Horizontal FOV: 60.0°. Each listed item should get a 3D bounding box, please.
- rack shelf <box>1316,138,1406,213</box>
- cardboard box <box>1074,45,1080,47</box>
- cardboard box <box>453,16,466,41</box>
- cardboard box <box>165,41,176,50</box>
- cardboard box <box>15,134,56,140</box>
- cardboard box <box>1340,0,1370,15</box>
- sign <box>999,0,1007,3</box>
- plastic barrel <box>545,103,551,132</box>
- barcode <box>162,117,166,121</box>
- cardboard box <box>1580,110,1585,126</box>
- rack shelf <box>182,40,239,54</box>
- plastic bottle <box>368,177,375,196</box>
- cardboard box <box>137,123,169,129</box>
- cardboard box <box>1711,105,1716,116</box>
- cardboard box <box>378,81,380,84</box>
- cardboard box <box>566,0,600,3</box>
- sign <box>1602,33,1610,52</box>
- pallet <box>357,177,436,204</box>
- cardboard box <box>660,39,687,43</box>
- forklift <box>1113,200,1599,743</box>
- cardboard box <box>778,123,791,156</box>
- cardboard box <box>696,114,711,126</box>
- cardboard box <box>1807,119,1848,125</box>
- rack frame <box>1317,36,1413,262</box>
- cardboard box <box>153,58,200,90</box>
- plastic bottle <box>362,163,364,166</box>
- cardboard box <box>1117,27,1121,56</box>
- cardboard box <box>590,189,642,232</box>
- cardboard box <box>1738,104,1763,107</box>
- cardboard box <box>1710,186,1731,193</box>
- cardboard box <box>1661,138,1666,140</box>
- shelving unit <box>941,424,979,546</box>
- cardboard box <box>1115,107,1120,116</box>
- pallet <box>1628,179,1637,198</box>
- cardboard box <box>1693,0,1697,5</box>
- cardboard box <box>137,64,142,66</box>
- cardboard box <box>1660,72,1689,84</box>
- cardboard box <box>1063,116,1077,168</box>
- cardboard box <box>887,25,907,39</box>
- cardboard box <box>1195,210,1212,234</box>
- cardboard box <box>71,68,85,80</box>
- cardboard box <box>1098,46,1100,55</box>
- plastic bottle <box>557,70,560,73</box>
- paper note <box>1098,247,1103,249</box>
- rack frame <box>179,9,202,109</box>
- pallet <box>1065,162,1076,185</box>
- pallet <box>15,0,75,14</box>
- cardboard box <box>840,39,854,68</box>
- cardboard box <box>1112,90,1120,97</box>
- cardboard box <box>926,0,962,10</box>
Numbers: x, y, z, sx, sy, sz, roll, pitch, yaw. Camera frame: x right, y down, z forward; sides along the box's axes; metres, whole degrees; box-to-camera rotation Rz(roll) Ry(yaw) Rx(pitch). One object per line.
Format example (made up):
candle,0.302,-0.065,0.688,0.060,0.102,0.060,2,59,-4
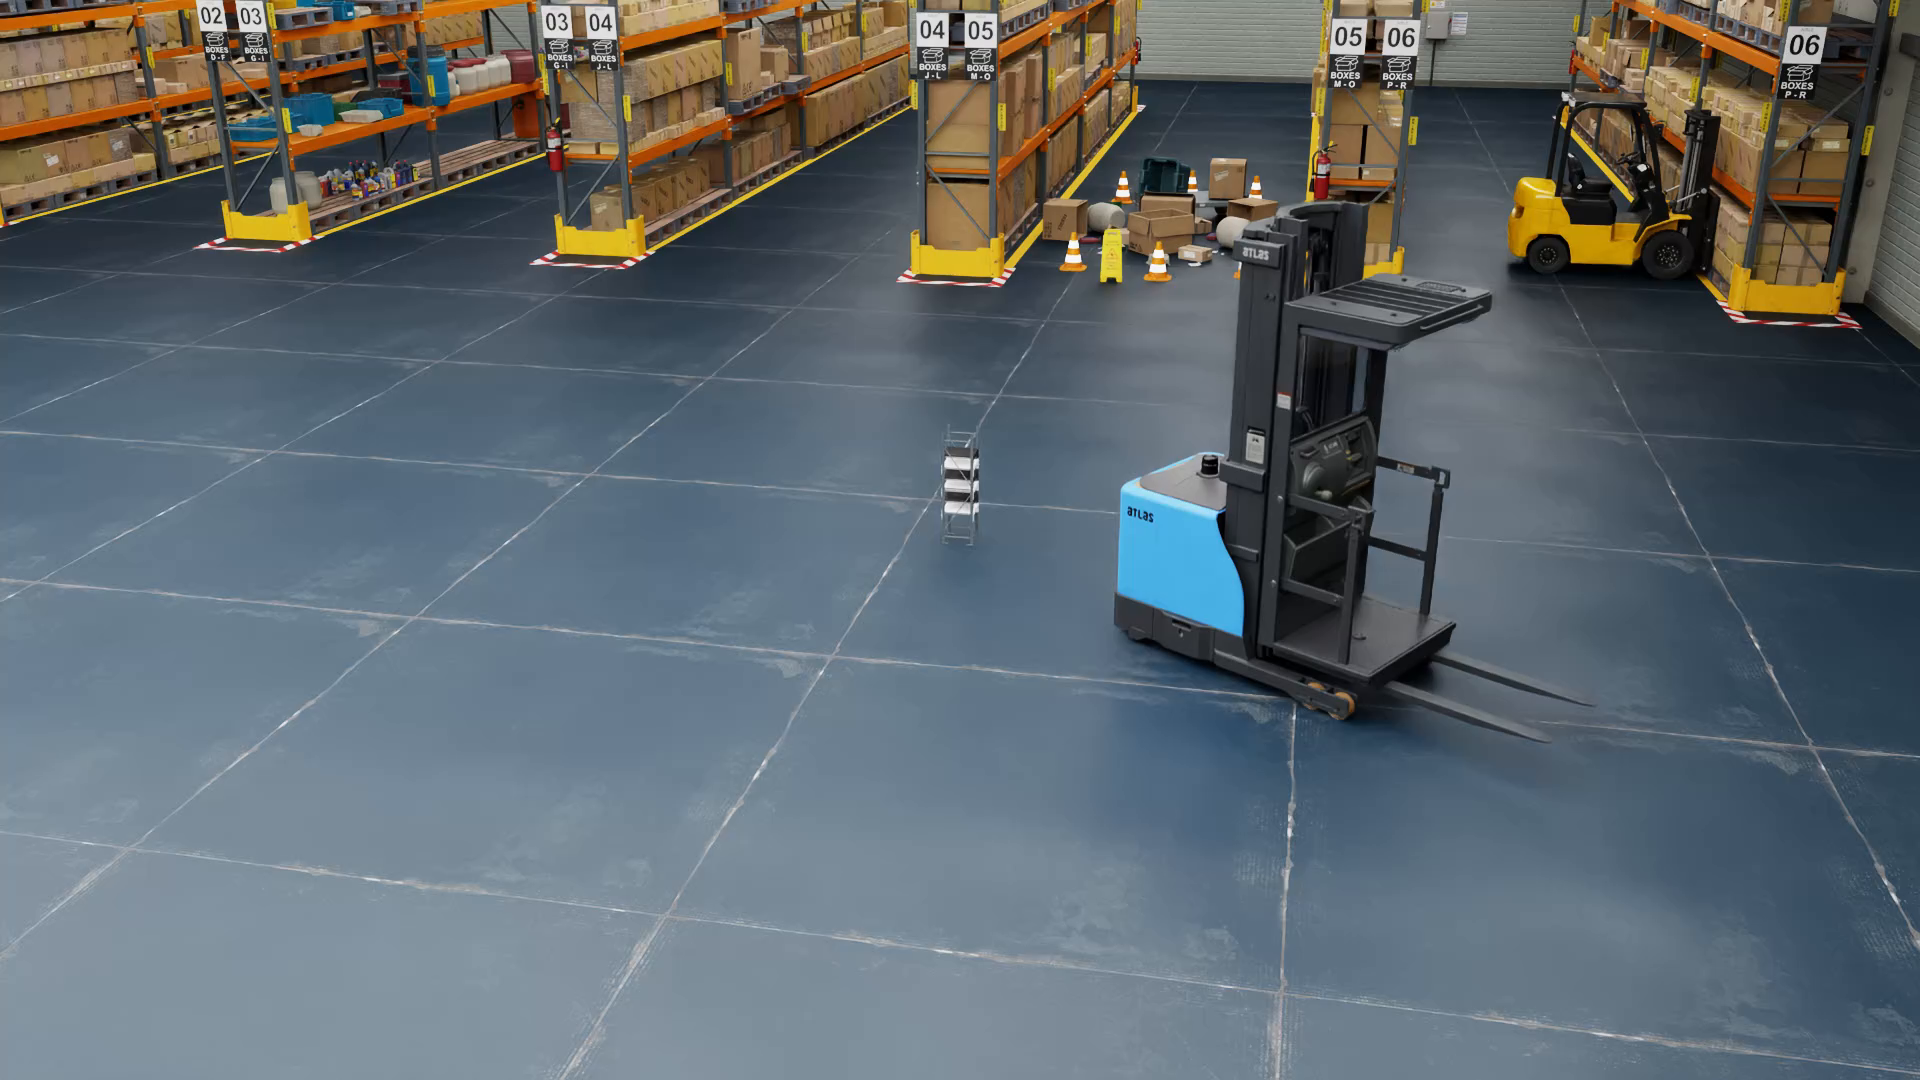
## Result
rack shelf,5.248,-4.895,21.955,1.077,0.370,4.000,4,22,11
cardboard box,2.051,-8.556,29.062,0.380,0.149,0.250,4,22,9
cardboard box,-11.328,-11.350,36.888,0.500,0.500,0.500,5,22,11
cardboard box,-16.780,-10.427,35.039,0.380,0.149,0.250,5,22,12
cardboard box,-14.447,-6.045,25.962,0.500,0.500,0.500,4,22,11
cardboard box,4.711,-6.379,19.932,0.380,0.149,0.250,5,22,12
sign,0.516,-6.627,20.001,0.100,0.325,0.005,4,22,11
plastic barrel,-7.967,-7.990,31.446,0.421,0.512,0.421,0,22,0
barcode,-13.282,-7.024,27.750,0.001,0.075,0.075,4,22,11
cardboard box,12.329,-8.295,32.219,0.500,0.500,0.500,5,22,12
rack shelf,-16.552,-11.172,37.541,1.077,0.370,4.000,4,22,11
plastic bottle,-8.945,-5.370,25.235,0.097,0.271,0.097,0,22,0
cardboard box,-13.840,-7.012,28.617,0.500,0.311,0.500,5,22,12
cardboard box,9.994,-5.557,21.634,0.380,0.149,0.250,5,22,12
cardboard box,-11.930,-9.240,34.538,0.500,0.500,0.500,4,22,11
cardboard box,-4.994,-7.079,22.068,0.380,0.149,0.250,3,22,9
sign,11.616,-8.949,29.900,0.100,0.325,0.005,4,22,11
pallet,-9.072,-5.557,26.369,1.003,0.211,1.213,4,22,11
cardboard box,-4.386,-7.218,24.891,0.500,0.500,0.500,4,22,11
forklift,2.458,-0.484,10.131,3.031,2.935,1.130,19,29,39
cardboard box,-3.346,-6.976,28.918,0.700,0.500,0.500,3,22,8
cardboard box,-3.913,-6.220,24.620,0.380,0.149,0.250,4,22,11
cardboard box,10.093,-4.804,19.367,0.380,0.149,0.250,5,23,13
rack frame,4.840,-4.497,20.005,1.000,3.000,0.127,4,22,11
cardboard box,-13.462,-7.991,28.545,0.500,0.500,0.500,6,23,15
plastic bottle,-9.427,-5.830,26.372,0.152,0.276,0.135,5,23,13
cardboard box,2.864,-9.754,32.525,0.500,0.500,0.500,4,22,11
cardboard box,-4.717,-4.515,22.833,0.500,0.500,0.500,9,24,21
cardboard box,9.874,-5.314,20.632,0.380,0.149,0.250,5,22,12
cardboard box,9.906,-4.444,21.653,0.500,0.250,0.500,5,23,13
cardboard box,11.813,-6.392,27.493,0.500,0.500,0.500,5,22,11
shelving unit,0.002,-0.420,12.693,0.258,0.900,0.210,4,22,11
cardboard box,3.036,-8.685,33.657,0.380,0.149,0.250,4,22,9
pallet,11.127,-5.454,26.114,1.003,0.211,1.213,4,22,11
cardboard box,10.444,-7.524,23.146,0.380,0.149,0.250,4,22,11
cardboard box,-16.965,-9.724,35.298,0.750,0.750,0.750,5,22,12
cardboard box,10.858,-7.009,25.239,0.380,0.149,0.250,5,22,12
cardboard box,1.394,-6.699,27.920,1.050,0.750,0.750,4,22,10
cardboard box,-1.435,-10.975,35.892,0.500,0.250,0.500,4,22,10
cardboard box,3.389,-4.557,23.814,0.258,0.266,0.396,-11,25,-26
cardboard box,-13.848,-7.239,25.811,0.380,0.149,0.250,5,22,12
cardboard box,2.377,-8.995,30.548,0.380,0.149,0.250,4,22,9
plastic bottle,-7.506,-8.850,30.969,0.061,0.283,0.133,4,22,11
paper note,1.935,-4.001,22.774,0.032,0.001,0.123,18,28,38
rack frame,-16.960,-10.774,35.590,1.000,3.000,0.127,4,22,11
pallet,1.372,-6.187,27.934,1.003,0.211,1.213,4,22,11
pallet,-14.142,-8.064,24.963,1.003,0.211,1.213,4,22,11
cardboard box,-2.348,-9.315,31.834,0.500,0.500,0.500,5,23,13
cardboard box,3.039,-9.054,33.778,0.380,0.149,0.250,5,22,11
cardboard box,-0.200,-6.739,20.662,0.500,0.250,0.500,5,22,12
